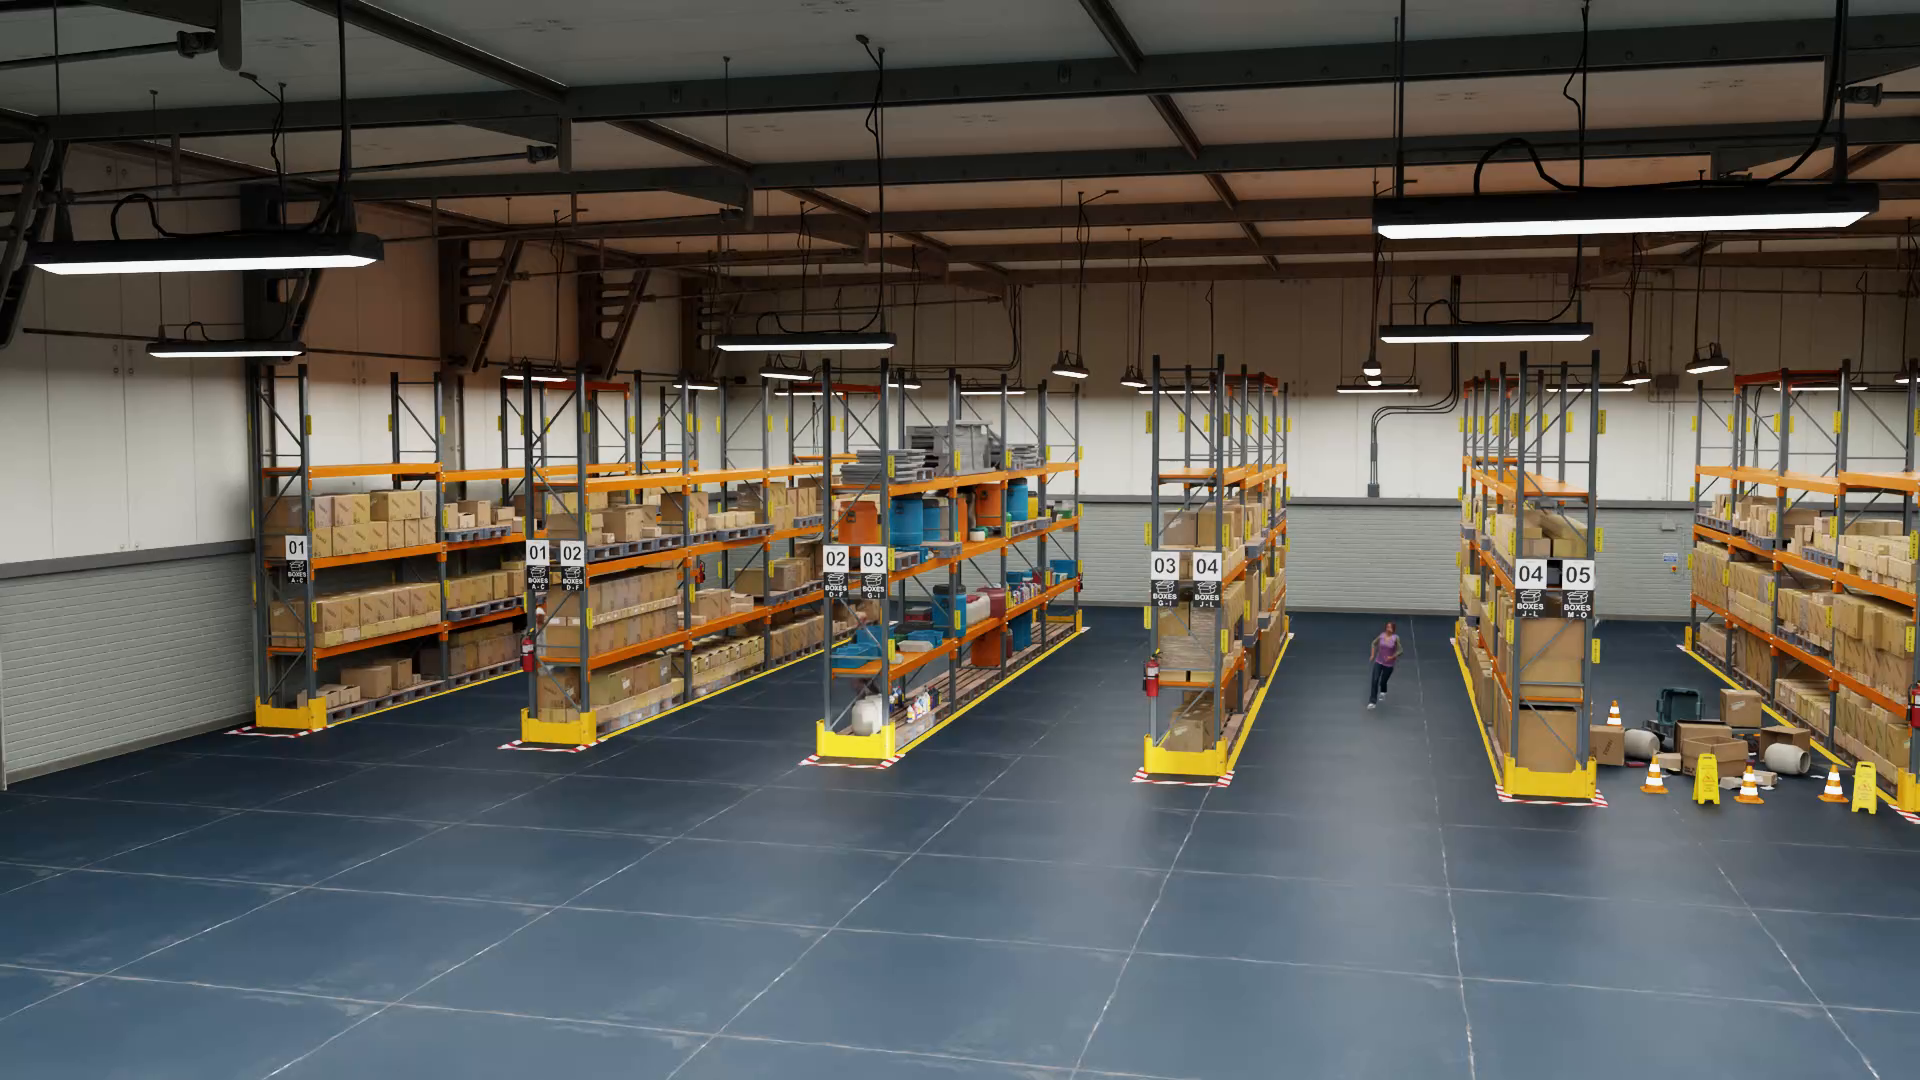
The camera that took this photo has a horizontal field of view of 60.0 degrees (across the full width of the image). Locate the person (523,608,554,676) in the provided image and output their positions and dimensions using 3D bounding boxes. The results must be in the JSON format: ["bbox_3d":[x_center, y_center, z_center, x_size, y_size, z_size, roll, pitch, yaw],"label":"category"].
[{"bbox_3d":[-7.481,2.069,29.932,0.686,1.751,0.995,0,4,2],"label":"person"}]

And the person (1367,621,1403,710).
[{"bbox_3d":[7.542,2.196,29.394,0.571,1.555,0.803,2,4,25],"label":"person"}]

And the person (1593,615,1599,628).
[{"bbox_3d":[15.074,1.433,40.193,0.783,1.574,0.532,-1,4,-15],"label":"person"}]

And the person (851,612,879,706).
[{"bbox_3d":[-1.716,2.106,29.868,0.684,1.662,0.836,-2,4,-21],"label":"person"}]
